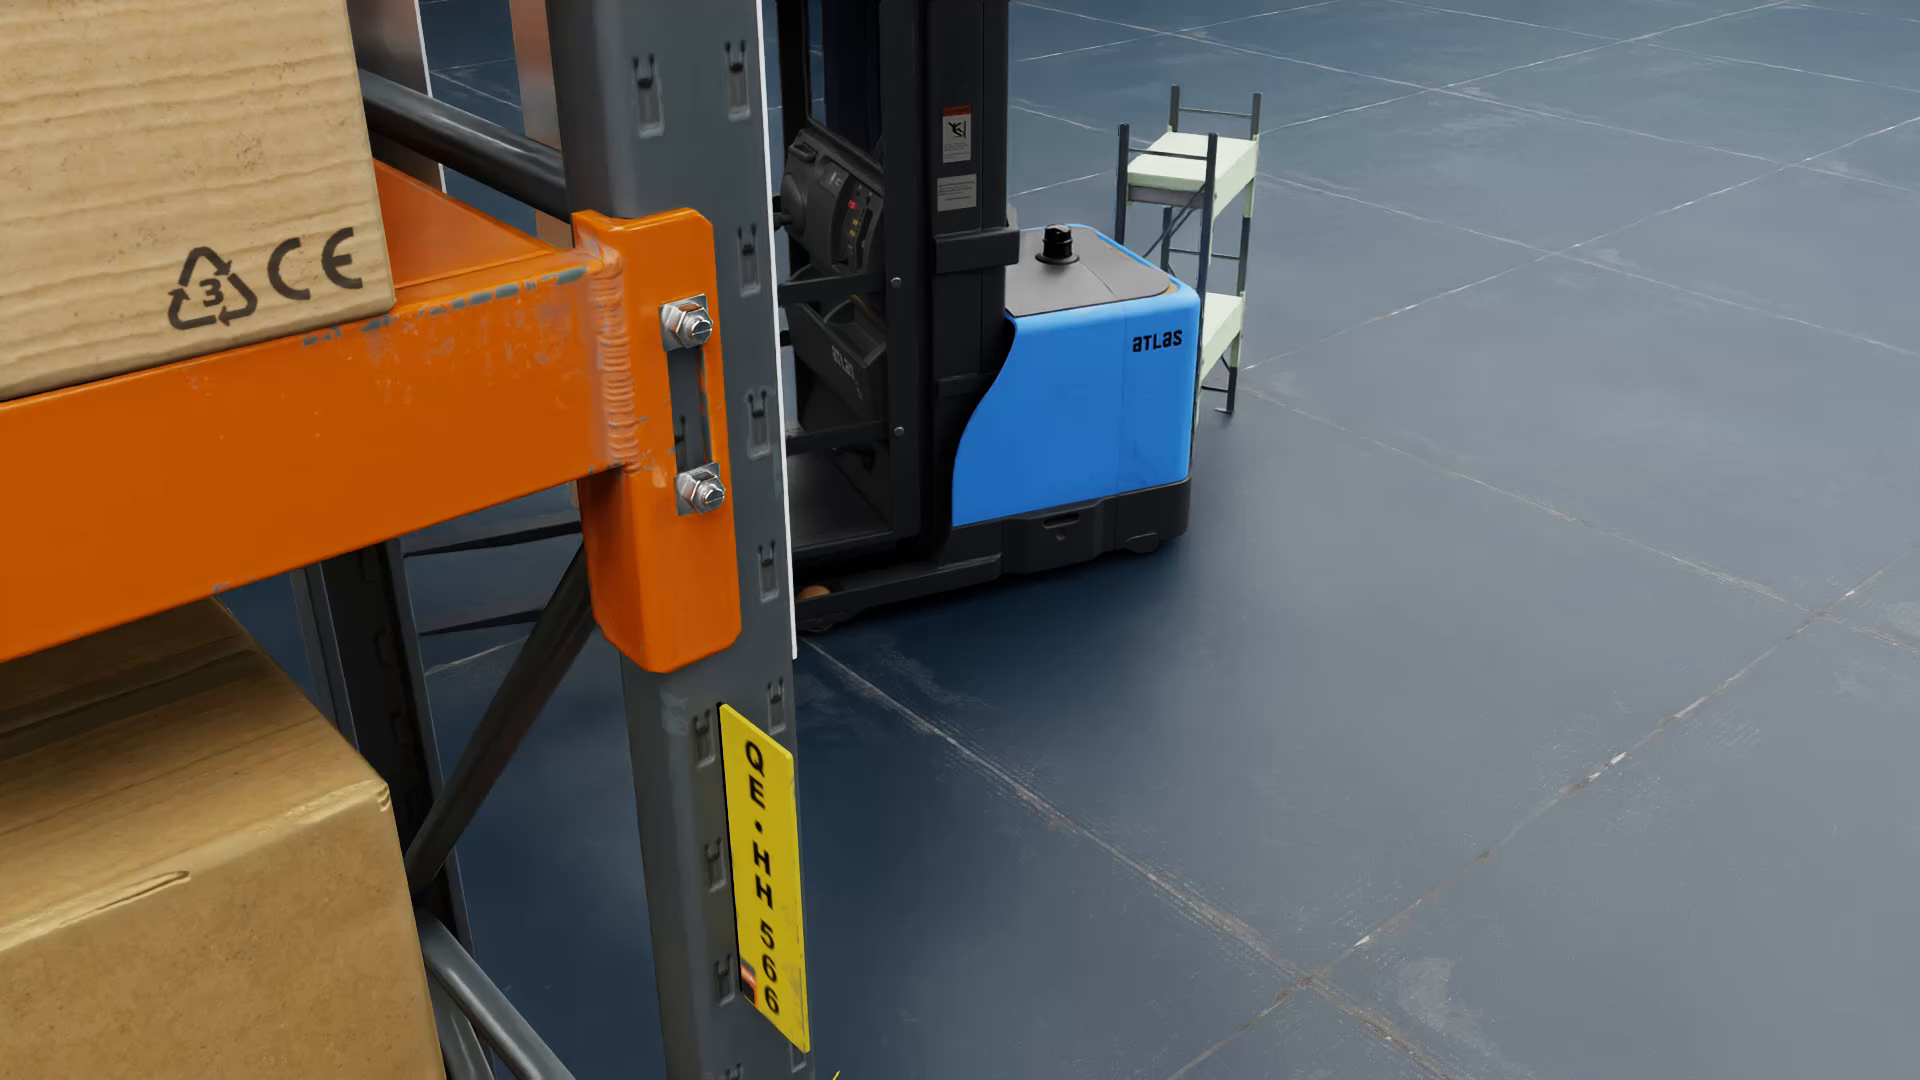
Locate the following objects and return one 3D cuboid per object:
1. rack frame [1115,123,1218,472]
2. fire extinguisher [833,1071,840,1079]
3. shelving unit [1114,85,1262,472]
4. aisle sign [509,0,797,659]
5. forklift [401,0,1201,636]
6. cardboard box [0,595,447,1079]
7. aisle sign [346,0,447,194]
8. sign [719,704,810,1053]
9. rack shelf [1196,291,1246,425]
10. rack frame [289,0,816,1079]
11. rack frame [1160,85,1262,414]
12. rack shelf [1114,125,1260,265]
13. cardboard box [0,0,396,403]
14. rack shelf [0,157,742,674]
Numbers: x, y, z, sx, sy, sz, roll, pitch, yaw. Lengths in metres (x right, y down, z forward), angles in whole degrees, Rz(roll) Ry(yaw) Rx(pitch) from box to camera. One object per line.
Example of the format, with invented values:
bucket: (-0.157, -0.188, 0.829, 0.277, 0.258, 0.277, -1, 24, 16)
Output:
rack frame: (0.831, -0.982, 6.994, 0.400, 1.500, 0.023, 11, 30, 20)
fire extinguisher: (-0.127, 0.908, 1.950, 0.183, 0.674, 0.296, -22, 35, -35)
shelving unit: (0.973, -1.141, 7.292, 0.431, 1.500, 0.755, 11, 30, 20)
aisle sign: (-0.272, -0.314, 1.397, 0.004, 0.787, 0.394, -22, 35, -35)
forklift: (-0.646, -1.202, 5.889, 3.031, 2.935, 1.130, -12, 30, -21)
cardboard box: (-0.772, 0.384, 1.366, 0.500, 0.500, 0.500, -22, 35, -35)
aisle sign: (-0.661, -0.529, 1.800, 0.004, 0.787, 0.394, -22, 35, -35)
sign: (-0.169, 0.299, 1.445, 0.005, 0.325, 0.100, -22, 35, -35)
rack shelf: (0.972, -0.854, 7.446, 0.431, 0.370, 0.720, 11, 30, 20)
rack frame: (-0.516, 0.743, 2.178, 0.053, 2.616, 0.949, -22, 35, -35)
rack frame: (1.114, -1.300, 7.589, 0.400, 1.500, 0.023, 11, 30, 20)
rack shelf: (0.974, -1.485, 7.107, 0.431, 0.370, 0.720, 11, 30, 20)
cardboard box: (-0.715, -0.275, 1.058, 0.500, 0.250, 0.500, -21, 35, -34)
rack shelf: (-2.035, 0.350, 0.494, 4.000, 0.370, 1.077, -22, 35, -35)
